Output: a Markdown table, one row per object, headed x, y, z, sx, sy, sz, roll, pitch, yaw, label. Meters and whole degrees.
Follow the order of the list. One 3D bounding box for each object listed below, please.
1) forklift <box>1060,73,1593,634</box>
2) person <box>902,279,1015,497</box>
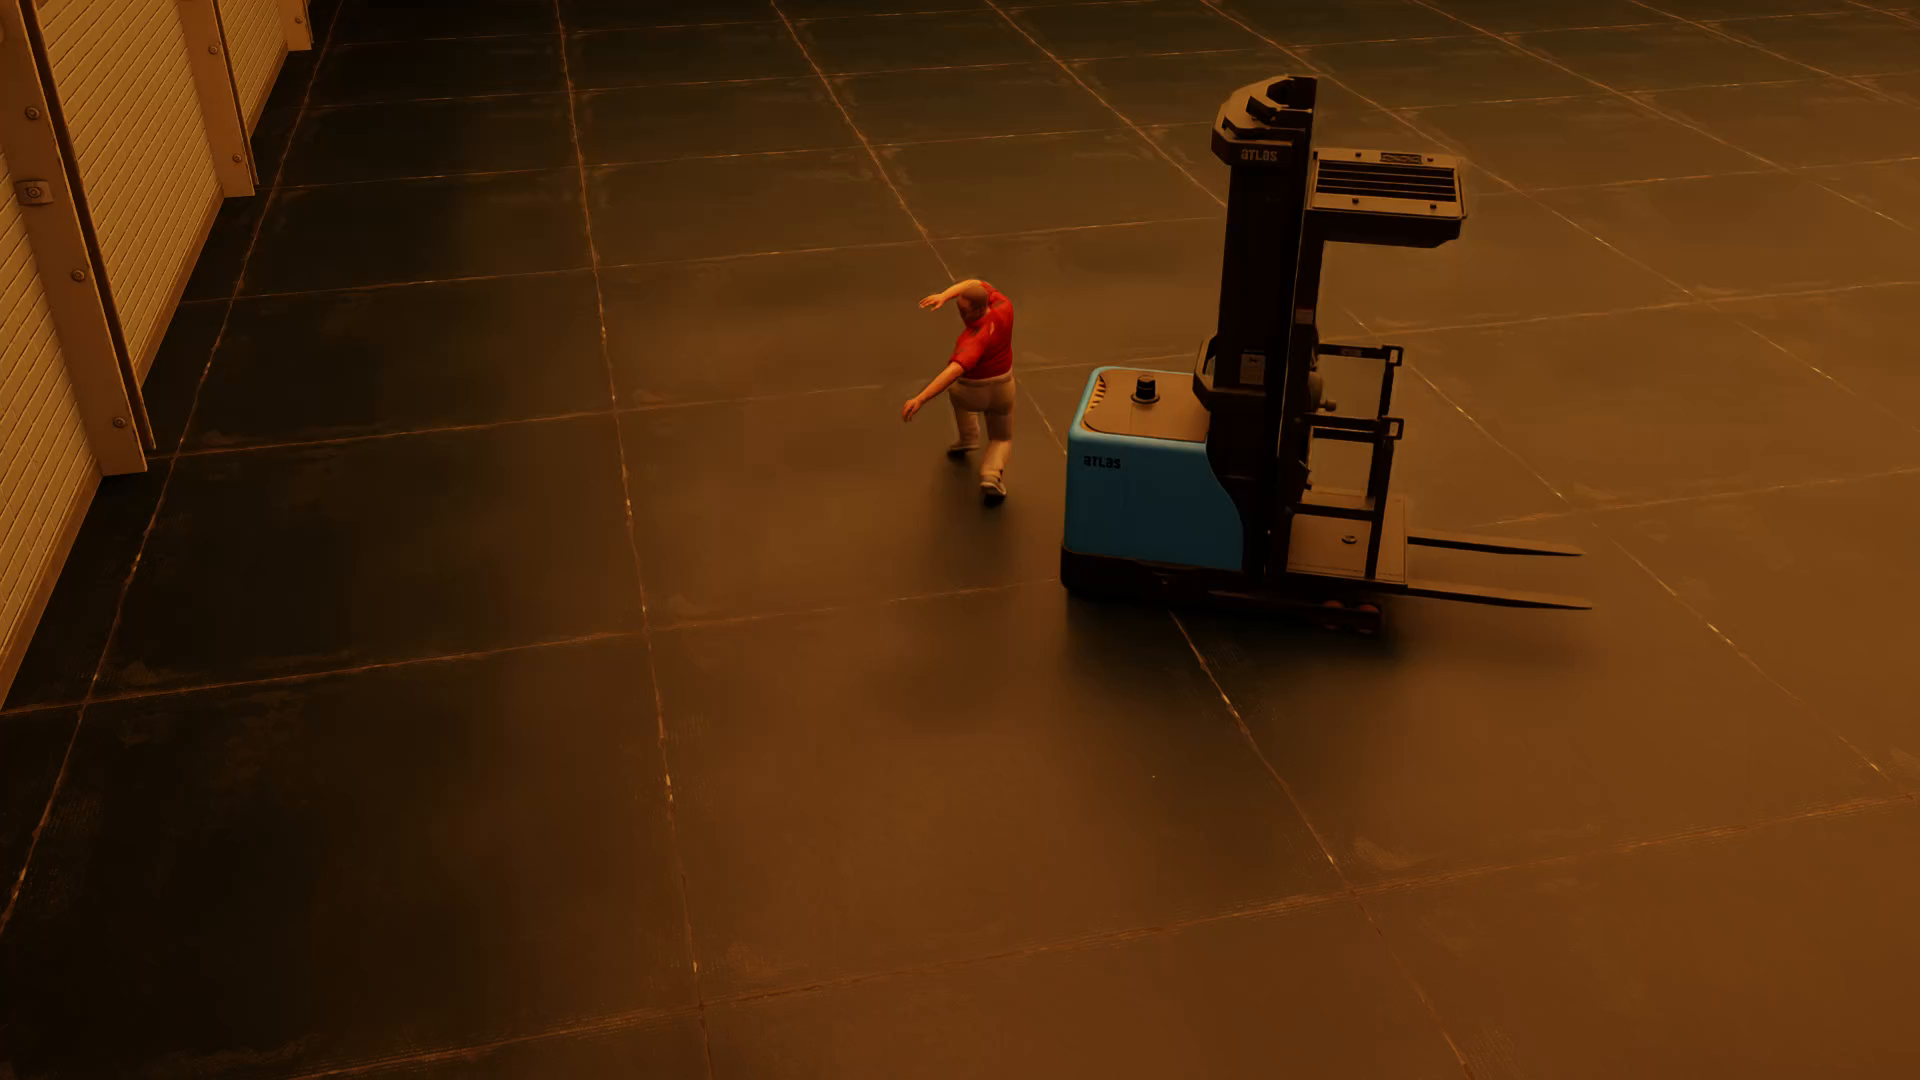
| x | y | z | sx | sy | sz | roll | pitch | yaw | label |
| --- | --- | --- | --- | --- | --- | --- | --- | --- | --- |
| 2.173 | -1.022 | 9.340 | 3.031 | 2.935 | 1.130 | 6 | 31 | 11 | forklift |
| -0.065 | -1.006 | 10.829 | 0.898 | 1.454 | 0.985 | -10 | 32 | -17 | person |
